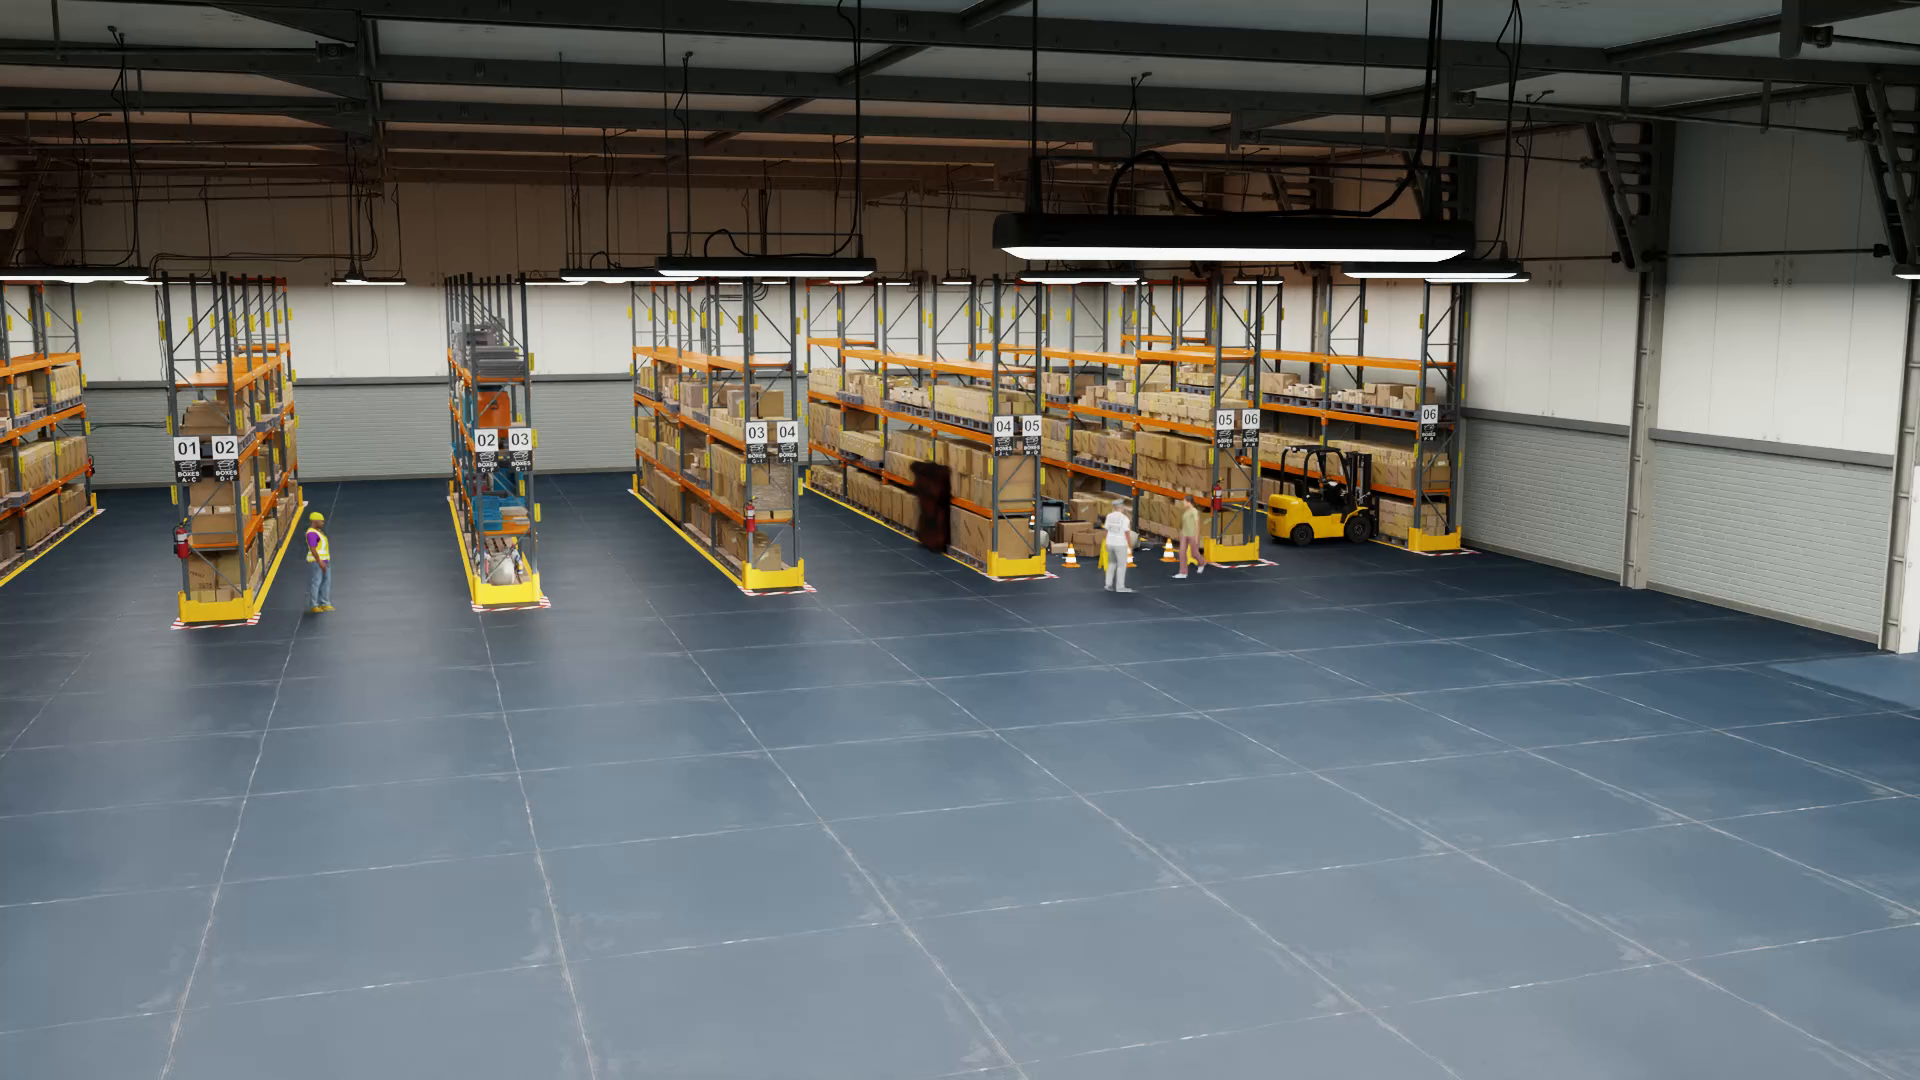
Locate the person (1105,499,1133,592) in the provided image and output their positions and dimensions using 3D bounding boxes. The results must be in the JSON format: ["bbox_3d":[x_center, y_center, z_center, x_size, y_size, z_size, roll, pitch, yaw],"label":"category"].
[{"bbox_3d":[3.008,0.153,31.552,0.400,1.852,0.605,-8,12,-44],"label":"person"}]

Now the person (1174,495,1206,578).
[{"bbox_3d":[4.620,-0.083,33.096,0.447,1.652,0.821,6,11,36],"label":"person"}]

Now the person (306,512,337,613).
[{"bbox_3d":[-11.398,0.412,29.615,0.551,1.807,0.618,2,9,12],"label":"person"}]
